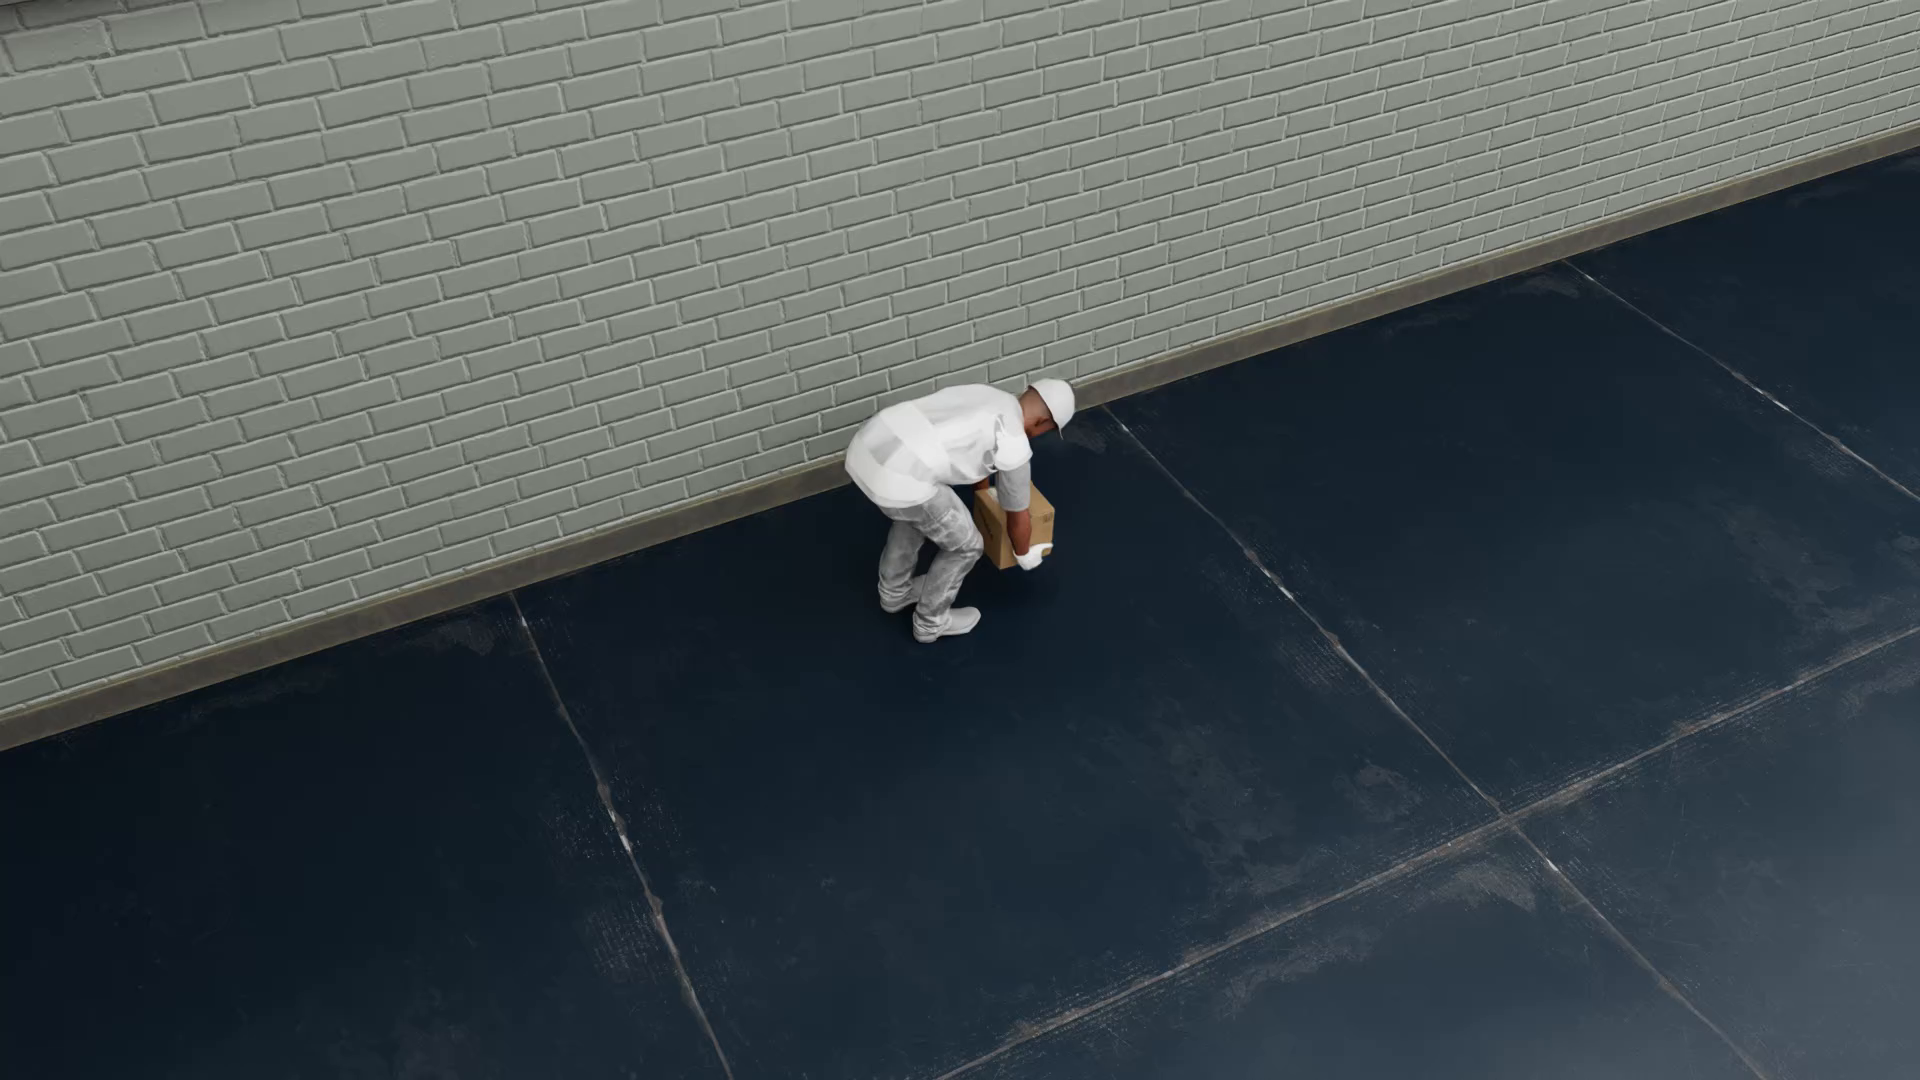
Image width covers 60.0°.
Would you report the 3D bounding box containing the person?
[{"bbox_3d":[0.025,-0.155,6.851,0.992,1.085,0.497,-21,45,-22],"label":"person"}]
